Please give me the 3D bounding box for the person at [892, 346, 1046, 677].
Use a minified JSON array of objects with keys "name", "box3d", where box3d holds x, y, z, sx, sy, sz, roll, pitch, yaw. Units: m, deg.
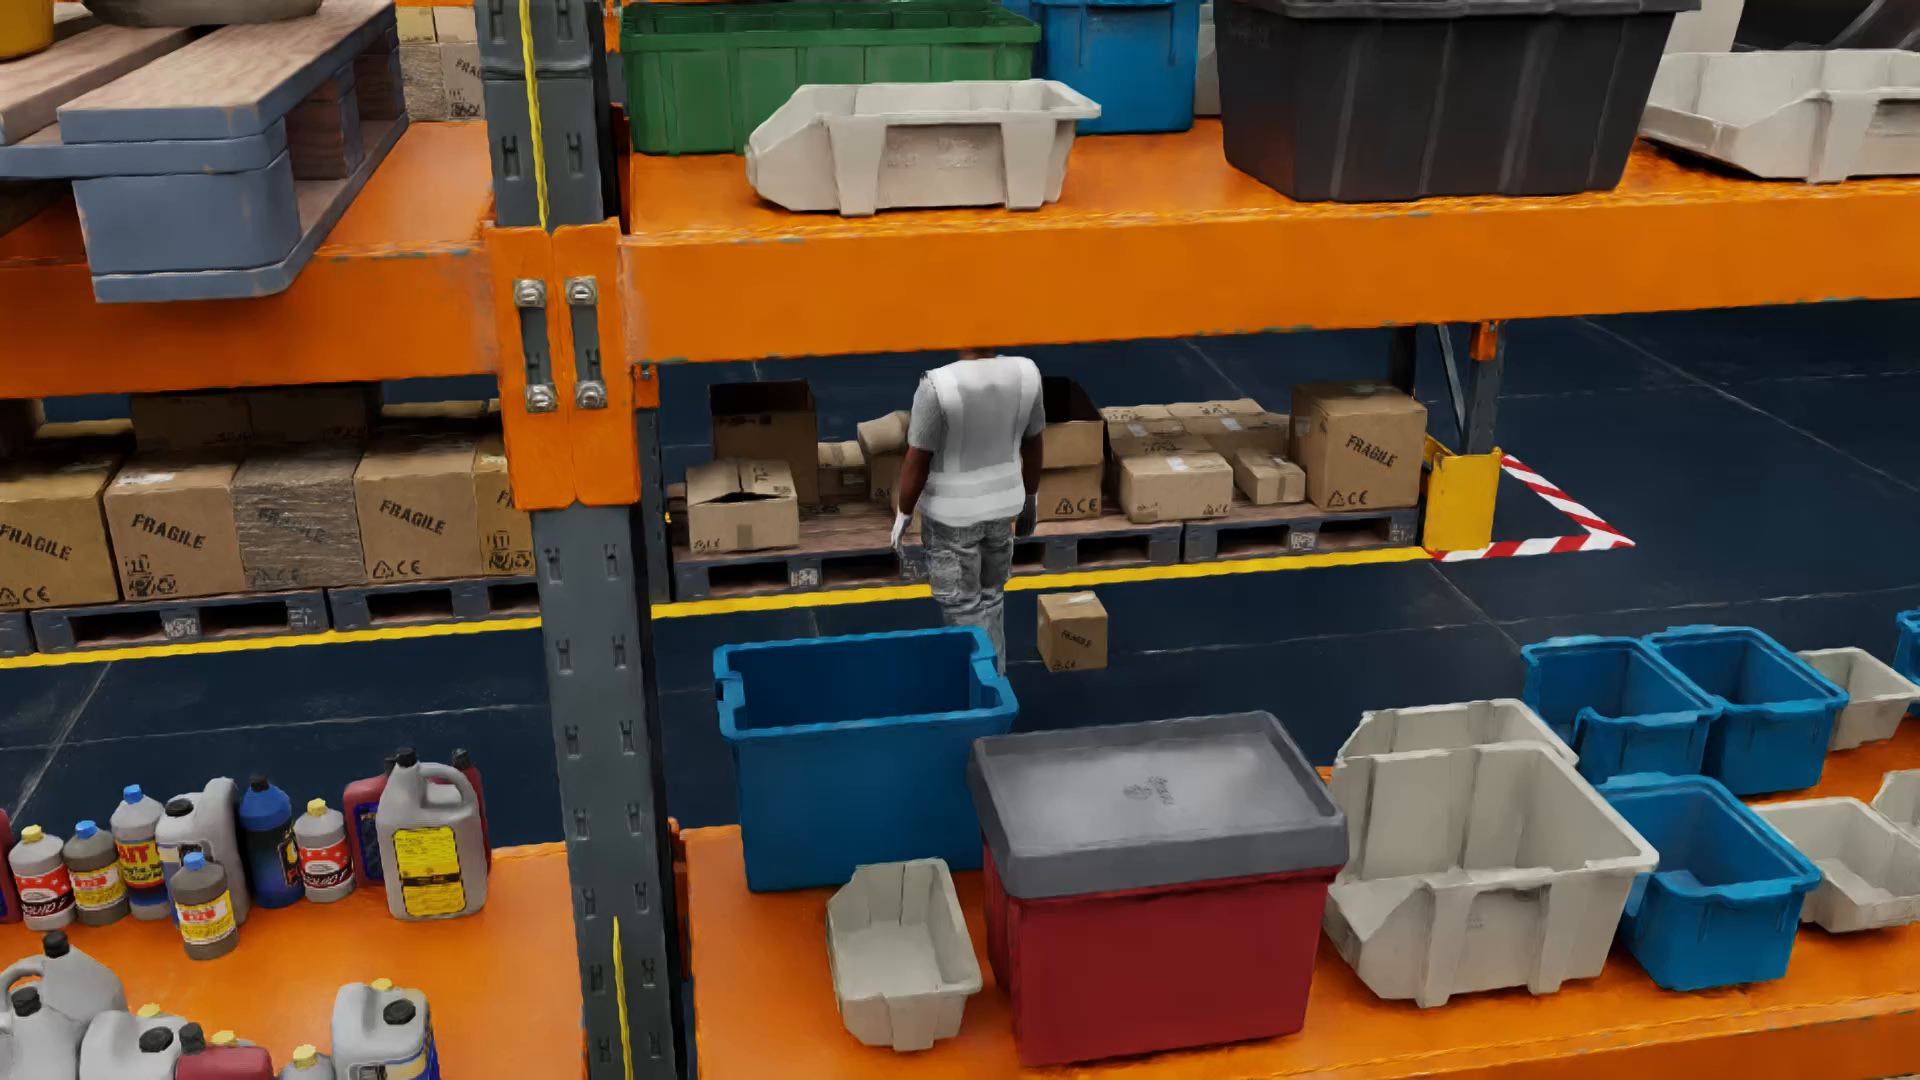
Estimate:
[{"name":"person","box3d":[0.028,-0.116,6.314,0.601,1.788,0.410,-14,27,-30]}]
